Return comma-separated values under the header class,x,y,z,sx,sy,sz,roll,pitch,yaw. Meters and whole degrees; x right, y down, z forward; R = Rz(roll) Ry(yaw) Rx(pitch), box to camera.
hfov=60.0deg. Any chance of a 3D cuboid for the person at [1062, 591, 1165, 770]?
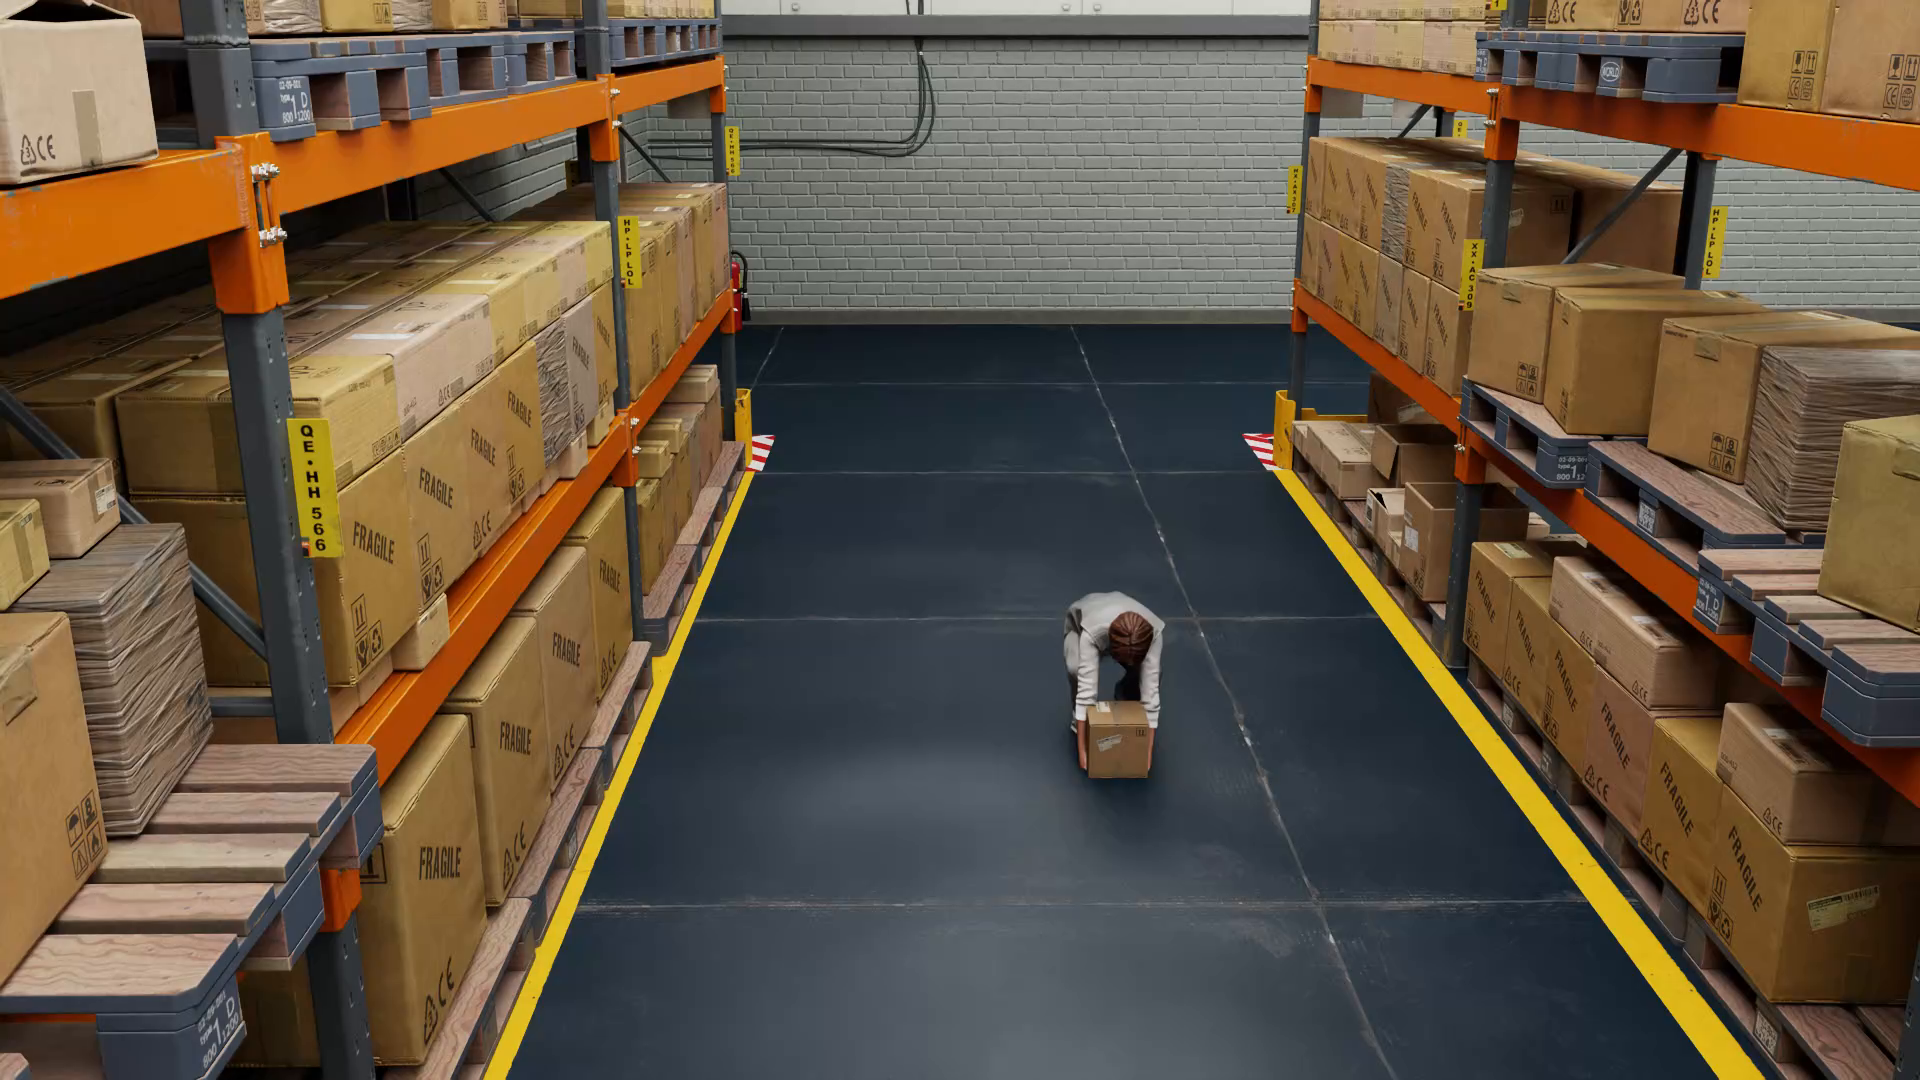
class,x,y,z,sx,sy,sz,roll,pitch,yaw
person,0.669,0.570,7.330,0.424,0.746,0.844,-1,17,-2
